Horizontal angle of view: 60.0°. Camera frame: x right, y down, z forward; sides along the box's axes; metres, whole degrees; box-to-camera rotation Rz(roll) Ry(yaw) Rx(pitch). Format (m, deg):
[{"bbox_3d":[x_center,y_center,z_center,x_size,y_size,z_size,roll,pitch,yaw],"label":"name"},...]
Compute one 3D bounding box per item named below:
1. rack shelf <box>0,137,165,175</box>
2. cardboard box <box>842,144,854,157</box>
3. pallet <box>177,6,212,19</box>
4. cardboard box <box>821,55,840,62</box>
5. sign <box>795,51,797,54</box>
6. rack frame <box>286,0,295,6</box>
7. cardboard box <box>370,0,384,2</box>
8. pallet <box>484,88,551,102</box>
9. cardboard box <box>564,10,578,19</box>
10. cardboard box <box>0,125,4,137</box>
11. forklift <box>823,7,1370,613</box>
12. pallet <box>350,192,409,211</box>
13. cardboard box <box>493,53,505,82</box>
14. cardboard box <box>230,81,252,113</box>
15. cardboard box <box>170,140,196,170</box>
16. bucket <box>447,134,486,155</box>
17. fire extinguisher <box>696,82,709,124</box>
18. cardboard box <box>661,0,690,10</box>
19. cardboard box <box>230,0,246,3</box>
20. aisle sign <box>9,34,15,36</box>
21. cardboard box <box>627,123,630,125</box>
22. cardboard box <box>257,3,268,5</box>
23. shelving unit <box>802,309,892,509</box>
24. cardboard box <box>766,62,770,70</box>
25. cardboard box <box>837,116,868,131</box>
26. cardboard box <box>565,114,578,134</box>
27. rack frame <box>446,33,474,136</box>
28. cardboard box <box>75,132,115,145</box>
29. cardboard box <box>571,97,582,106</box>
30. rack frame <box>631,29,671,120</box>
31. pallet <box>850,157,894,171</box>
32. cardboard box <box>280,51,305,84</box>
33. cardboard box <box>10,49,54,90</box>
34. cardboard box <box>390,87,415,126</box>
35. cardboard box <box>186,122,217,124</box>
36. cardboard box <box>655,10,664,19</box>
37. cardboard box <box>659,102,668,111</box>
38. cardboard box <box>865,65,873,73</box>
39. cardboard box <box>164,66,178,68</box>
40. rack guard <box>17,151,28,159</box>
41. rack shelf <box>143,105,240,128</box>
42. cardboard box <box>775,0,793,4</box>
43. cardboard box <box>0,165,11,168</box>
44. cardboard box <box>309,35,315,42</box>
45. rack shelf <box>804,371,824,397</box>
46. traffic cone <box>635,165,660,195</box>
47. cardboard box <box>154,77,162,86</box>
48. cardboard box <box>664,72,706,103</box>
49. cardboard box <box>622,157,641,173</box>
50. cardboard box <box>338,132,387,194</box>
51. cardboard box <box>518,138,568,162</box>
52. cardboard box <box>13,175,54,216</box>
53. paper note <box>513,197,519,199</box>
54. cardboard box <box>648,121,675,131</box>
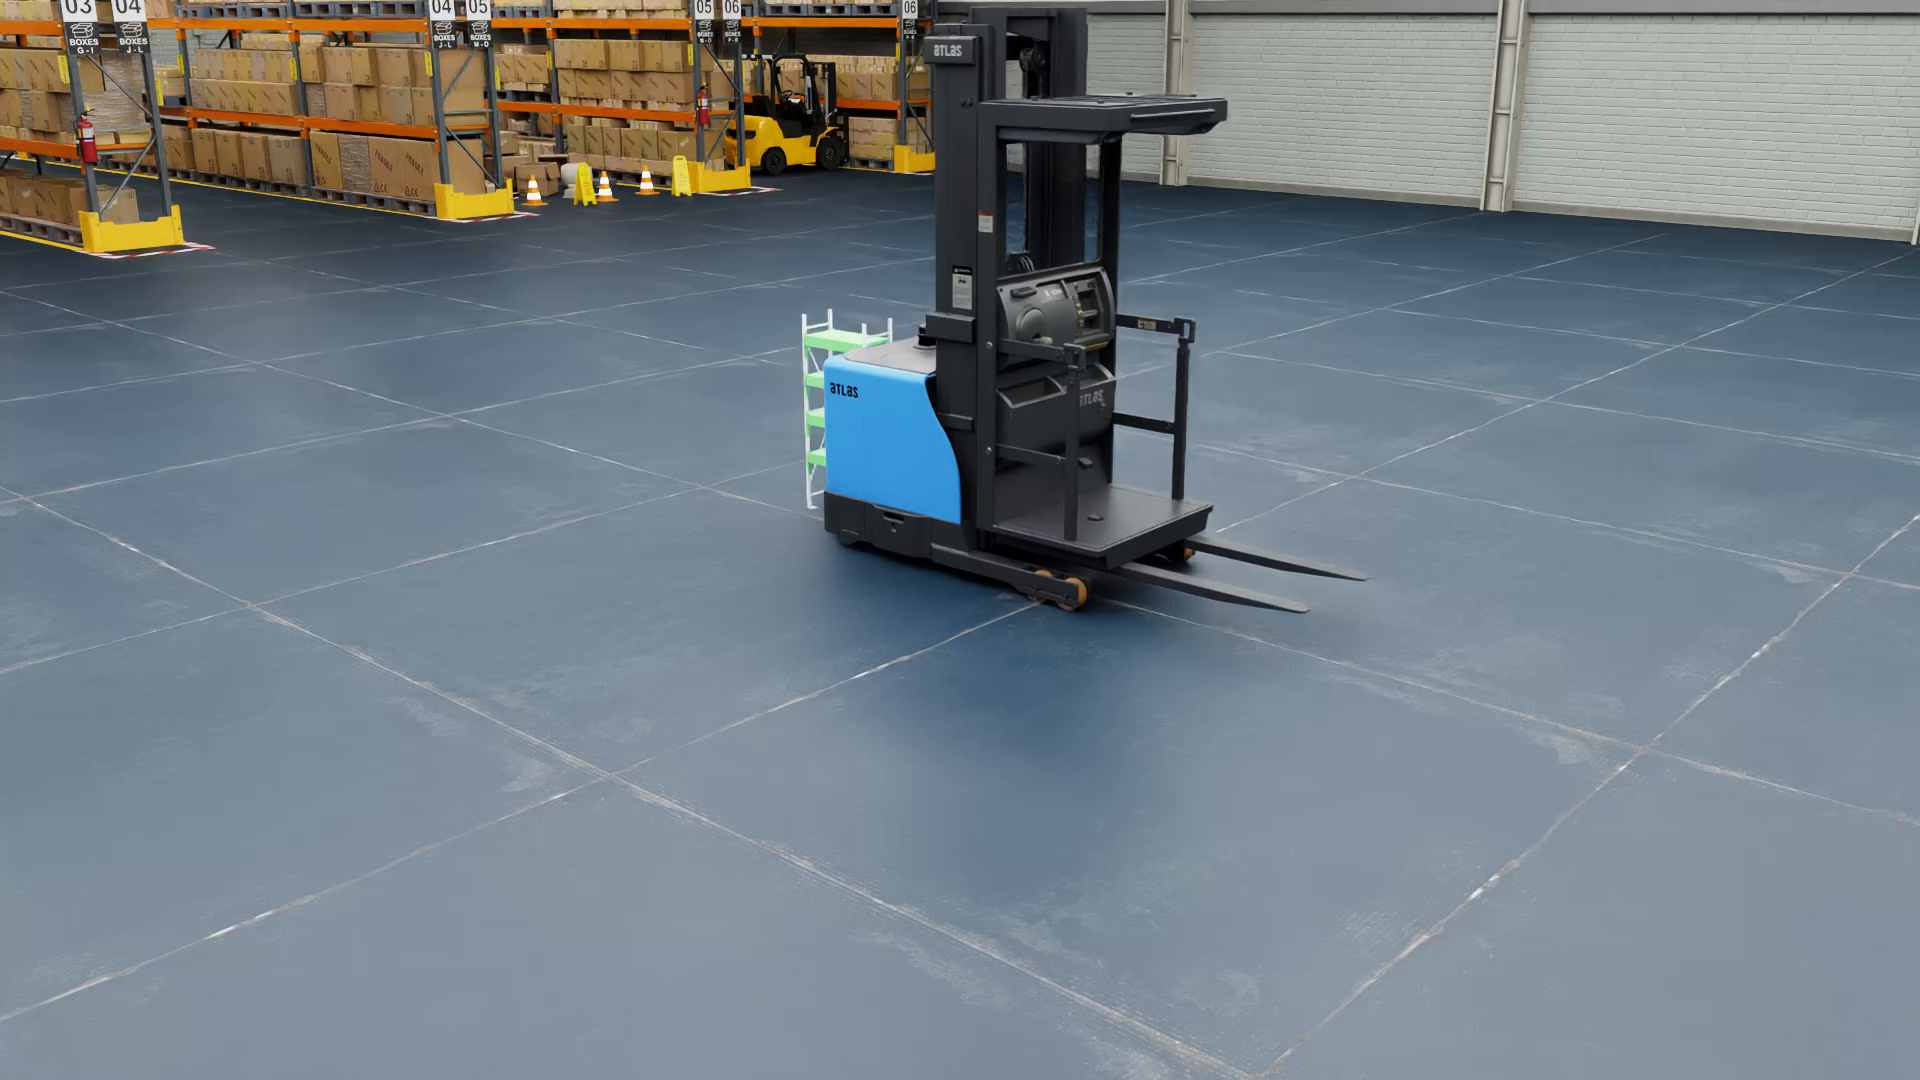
[{"bbox_3d":[-12.153,-5.275,22.465,4.000,0.370,1.077,15,23,39],"label":"rack shelf"},{"bbox_3d":[-2.082,-7.700,32.765,0.500,0.250,0.500,15,23,40],"label":"cardboard box"},{"bbox_3d":[-12.756,-9.147,28.830,1.003,0.211,1.213,16,24,42],"label":"pallet"},{"bbox_3d":[-2.523,-9.467,32.752,0.250,0.149,0.380,15,23,39],"label":"cardboard box"},{"bbox_3d":[-3.412,-9.962,34.481,0.005,0.325,0.100,15,23,39],"label":"sign"},{"bbox_3d":[-10.281,-9.981,26.186,0.127,3.000,1.000,15,23,39],"label":"rack frame"},{"bbox_3d":[-8.524,-8.071,24.681,0.250,0.149,0.380,15,23,38],"label":"cardboard box"},{"bbox_3d":[-8.555,-8.586,32.023,1.213,0.211,1.003,15,23,39],"label":"pallet"},{"bbox_3d":[-6.843,-9.388,29.691,0.250,0.149,0.380,15,23,39],"label":"cardboard box"},{"bbox_3d":[-12.951,-5.584,22.664,0.250,0.149,0.380,15,23,39],"label":"cardboard box"},{"bbox_3d":[0.672,-1.217,8.602,3.031,2.935,1.130,14,23,38],"label":"forklift"},{"bbox_3d":[-8.847,-5.377,26.207,1.213,0.211,1.003,15,23,39],"label":"pallet"},{"bbox_3d":[-8.715,-9.002,31.666,0.500,0.500,0.500,14,22,37],"label":"cardboard box"},{"bbox_3d":[-11.986,-7.518,28.177,0.500,0.500,0.500,15,23,39],"label":"cardboard box"},{"bbox_3d":[-13.938,-7.007,30.169,0.500,0.500,0.500,15,23,39],"label":"cardboard box"},{"bbox_3d":[-8.649,-6.780,28.916,0.726,0.611,0.620,-9,10,-27],"label":"bucket"},{"bbox_3d":[-4.299,-7.295,27.766,0.183,0.674,0.296,15,23,39],"label":"fire extinguisher"},{"bbox_3d":[-4.641,-9.001,27.811,0.500,0.250,0.500,15,23,39],"label":"cardboard box"},{"bbox_3d":[-11.738,-9.059,27.527,0.500,0.311,0.500,14,22,37],"label":"cardboard box"},{"bbox_3d":[-19.510,-10.717,34.125,0.004,0.787,0.394,15,23,39],"label":"aisle sign"},{"bbox_3d":[-6.068,-7.349,30.422,0.500,0.500,0.500,16,23,40],"label":"cardboard box"},{"bbox_3d":[-15.385,-11.959,36.932,0.250,0.149,0.380,16,24,41],"label":"cardboard box"},{"bbox_3d":[-0.668,-0.744,9.972,0.503,1.200,0.258,14,23,38],"label":"shelving unit"},{"bbox_3d":[-3.715,-9.619,33.725,0.250,0.149,0.380,15,23,38],"label":"cardboard box"},{"bbox_3d":[-2.108,-8.171,32.598,0.500,0.250,0.500,15,23,40],"label":"cardboard box"},{"bbox_3d":[-8.775,-9.647,38.488,0.500,0.500,0.500,14,22,38],"label":"cardboard box"},{"bbox_3d":[-10.062,-9.065,33.217,0.127,3.000,1.000,15,23,39],"label":"rack frame"},{"bbox_3d":[-11.007,-5.108,21.162,0.250,0.149,0.380,15,23,39],"label":"cardboard box"},{"bbox_3d":[-6.825,-7.968,30.174,0.250,0.149,0.380,16,24,41],"label":"cardboard box"},{"bbox_3d":[-6.771,-10.189,36.758,0.127,3.000,1.000,15,23,39],"label":"rack frame"},{"bbox_3d":[-1.387,-7.398,32.572,1.213,0.211,1.003,15,23,39],"label":"pallet"},{"bbox_3d":[-10.656,-7.744,27.237,0.500,0.500,0.700,15,23,38],"label":"cardboard box"},{"bbox_3d":[-11.982,-6.137,21.682,0.500,0.500,0.500,15,23,39],"label":"cardboard box"},{"bbox_3d":[-8.022,-6.560,25.075,0.550,0.550,0.875,15,23,39],"label":"cardboard box"},{"bbox_3d":[-14.007,-7.586,30.755,0.500,0.250,0.500,15,23,39],"label":"cardboard box"},{"bbox_3d":[-4.916,-8.881,28.093,0.250,0.149,0.380,16,24,41],"label":"cardboard box"},{"bbox_3d":[-4.941,-7.448,28.536,0.250,0.149,0.380,15,23,38],"label":"cardboard box"},{"bbox_3d":[-1.597,-9.056,31.951,0.250,0.149,0.380,16,23,40],"label":"cardboard box"},{"bbox_3d":[-14.474,-8.689,30.770,0.250,0.149,0.380,16,24,41],"label":"cardboard box"},{"bbox_3d":[-19.199,-8.325,35.016,0.348,0.500,1.175,15,23,39],"label":"rack guard"},{"bbox_3d":[-14.768,-7.984,30.998,4.000,0.370,1.077,15,23,39],"label":"rack shelf"},{"bbox_3d":[-3.318,-10.799,33.008,0.500,0.311,0.500,16,23,40],"label":"cardboard box"},{"bbox_3d":[-14.438,-5.266,24.652,0.500,0.500,0.700,15,23,39],"label":"cardboard box"},{"bbox_3d":[-13.801,-10.821,35.860,0.250,0.149,0.380,15,23,39],"label":"cardboard box"},{"bbox_3d":[-0.668,-0.912,9.918,0.480,0.148,0.258,14,23,38],"label":"rack shelf"},{"bbox_3d":[-5.257,-6.044,27.892,0.334,0.463,0.336,15,23,39],"label":"traffic cone"},{"bbox_3d":[-14.145,-8.197,29.709,0.250,0.149,0.380,16,24,41],"label":"cardboard box"},{"bbox_3d":[-4.668,-7.695,28.243,0.500,0.500,0.500,15,23,38],"label":"cardboard box"},{"bbox_3d":[-5.639,-6.660,29.488,0.500,0.250,0.500,14,22,37],"label":"cardboard box"},{"bbox_3d":[-9.180,-5.987,26.336,0.875,0.875,0.875,15,23,40],"label":"cardboard box"},{"bbox_3d":[-8.005,-7.458,31.803,0.950,0.372,0.625,-17,24,-42],"label":"cardboard box"},{"bbox_3d":[-12.943,-4.826,23.298,0.500,0.500,0.500,-10,20,-28],"label":"cardboard box"},{"bbox_3d":[-7.304,-5.593,27.188,0.144,0.017,0.142,-9,20,-27],"label":"paper note"},{"bbox_3d":[-5.170,-7.175,28.802,0.250,0.149,0.380,16,24,41],"label":"cardboard box"}]
